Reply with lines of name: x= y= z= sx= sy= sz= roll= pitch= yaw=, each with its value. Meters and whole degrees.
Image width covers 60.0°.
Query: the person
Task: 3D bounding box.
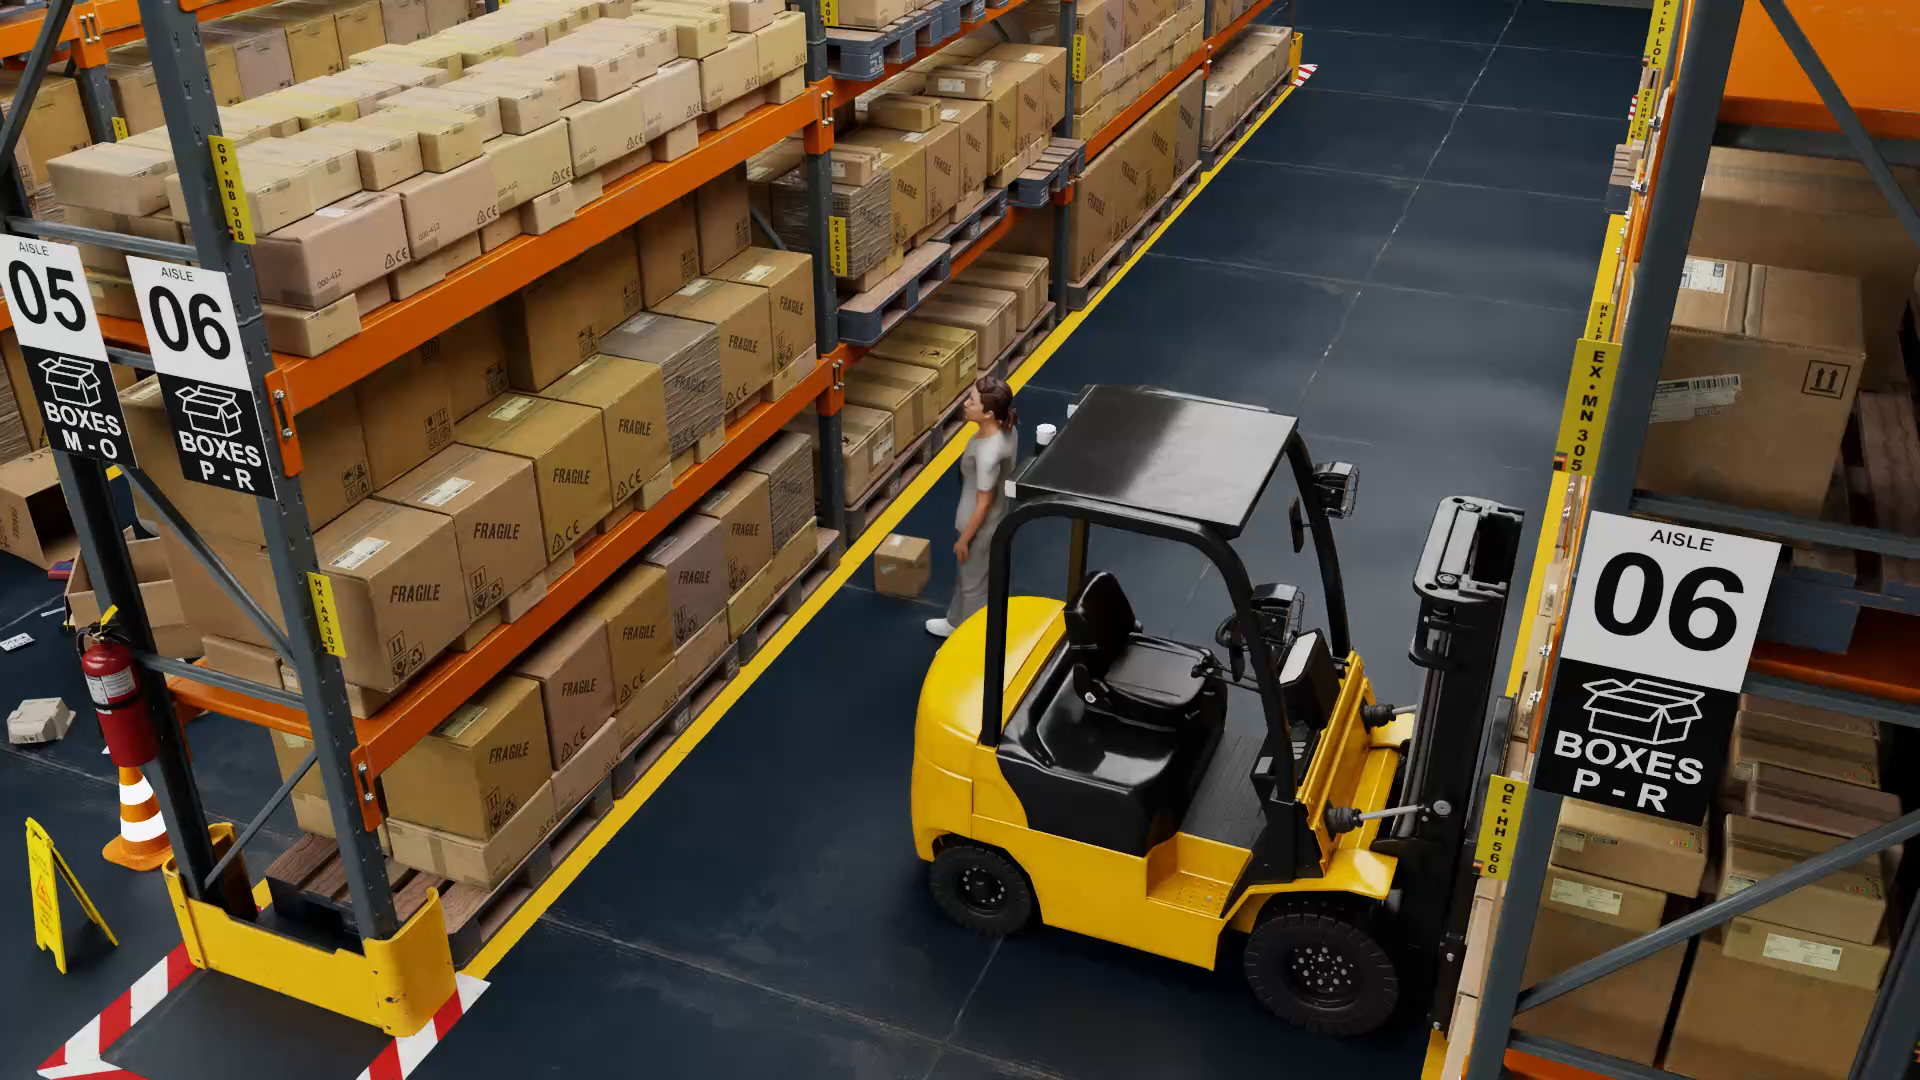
person: x=0.039 y=-0.091 z=8.544 sx=0.548 sy=1.663 sz=0.550 roll=5 pitch=30 yaw=9
